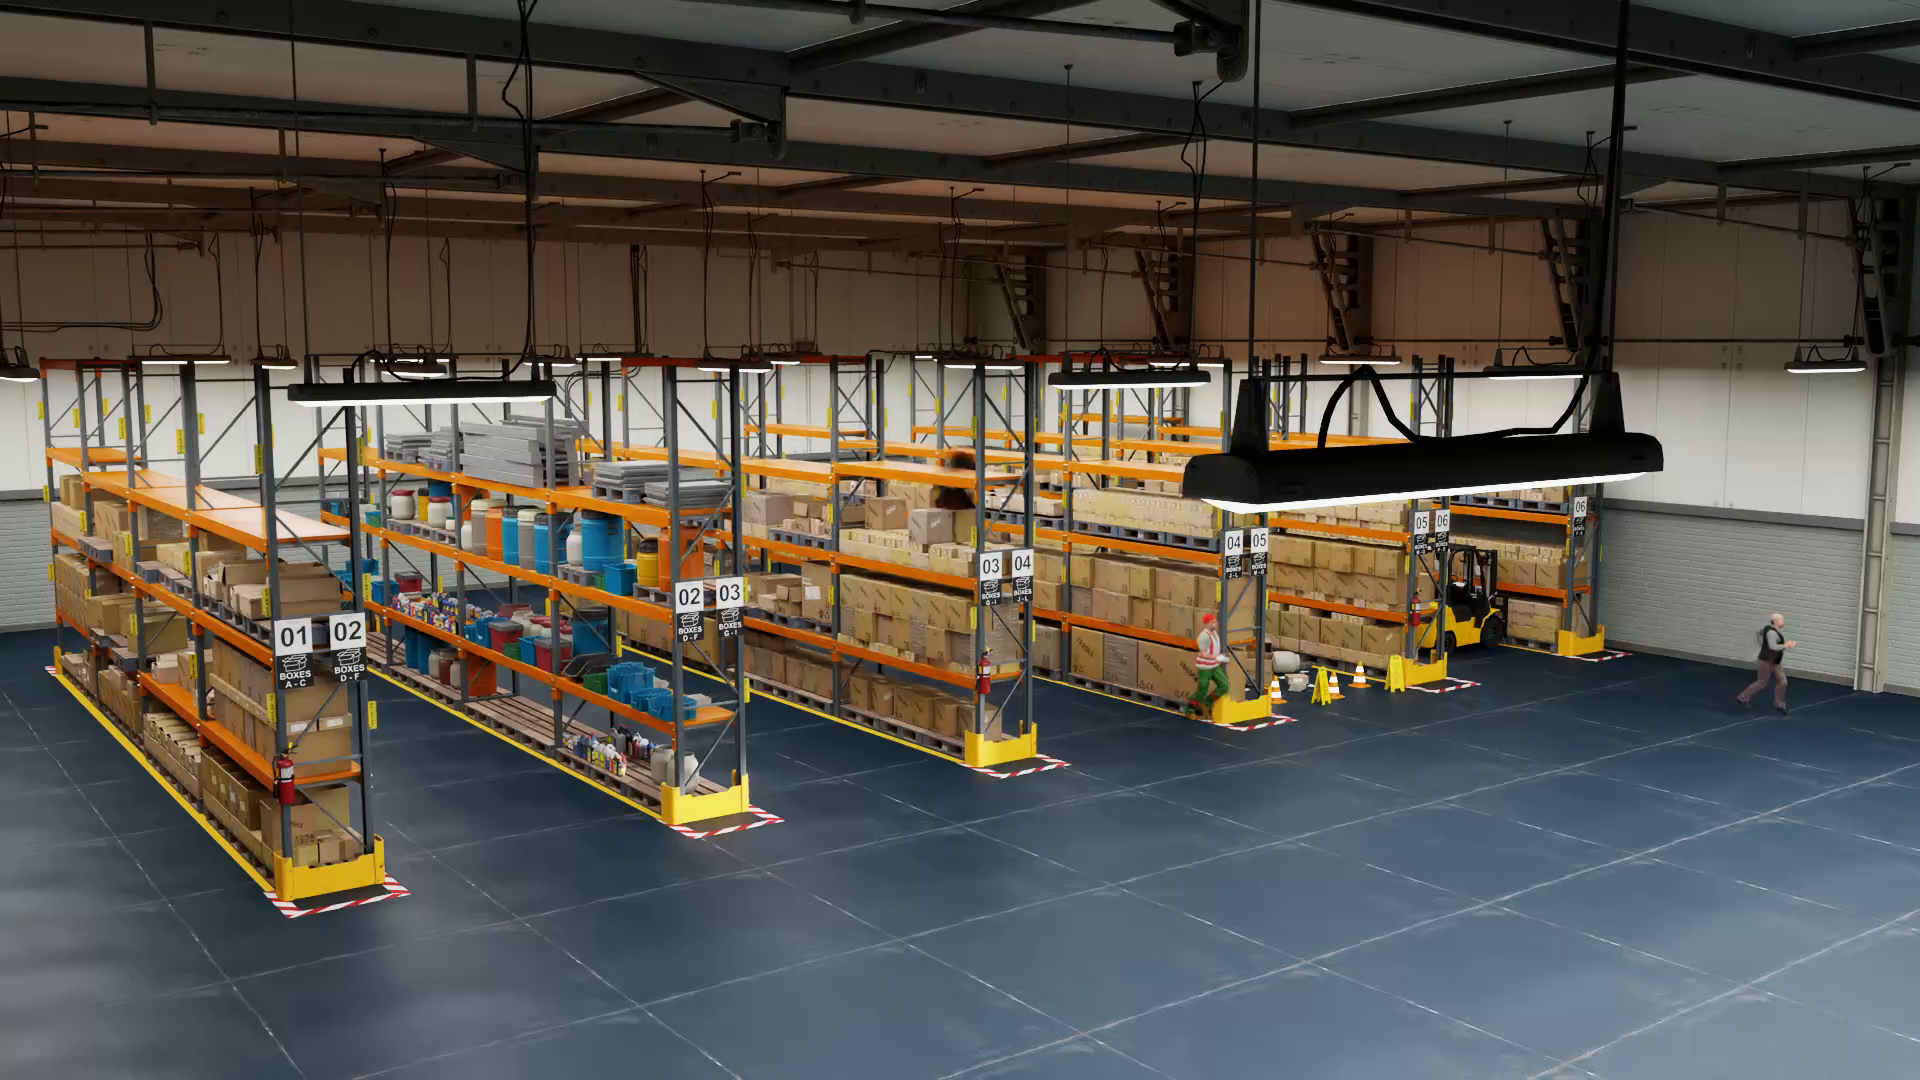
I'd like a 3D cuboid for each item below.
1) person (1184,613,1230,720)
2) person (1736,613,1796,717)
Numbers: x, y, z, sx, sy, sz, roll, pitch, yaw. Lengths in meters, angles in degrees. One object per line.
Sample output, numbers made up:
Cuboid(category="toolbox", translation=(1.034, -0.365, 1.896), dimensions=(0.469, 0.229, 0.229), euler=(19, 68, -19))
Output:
Cuboid(category="person", translation=(3.995, 2.024, 26.516), dimensions=(0.782, 1.750, 0.683), euler=(5, 9, 37))
Cuboid(category="person", translation=(13.642, 2.121, 28.139), dimensions=(0.862, 1.801, 0.643), euler=(5, 8, 34))
